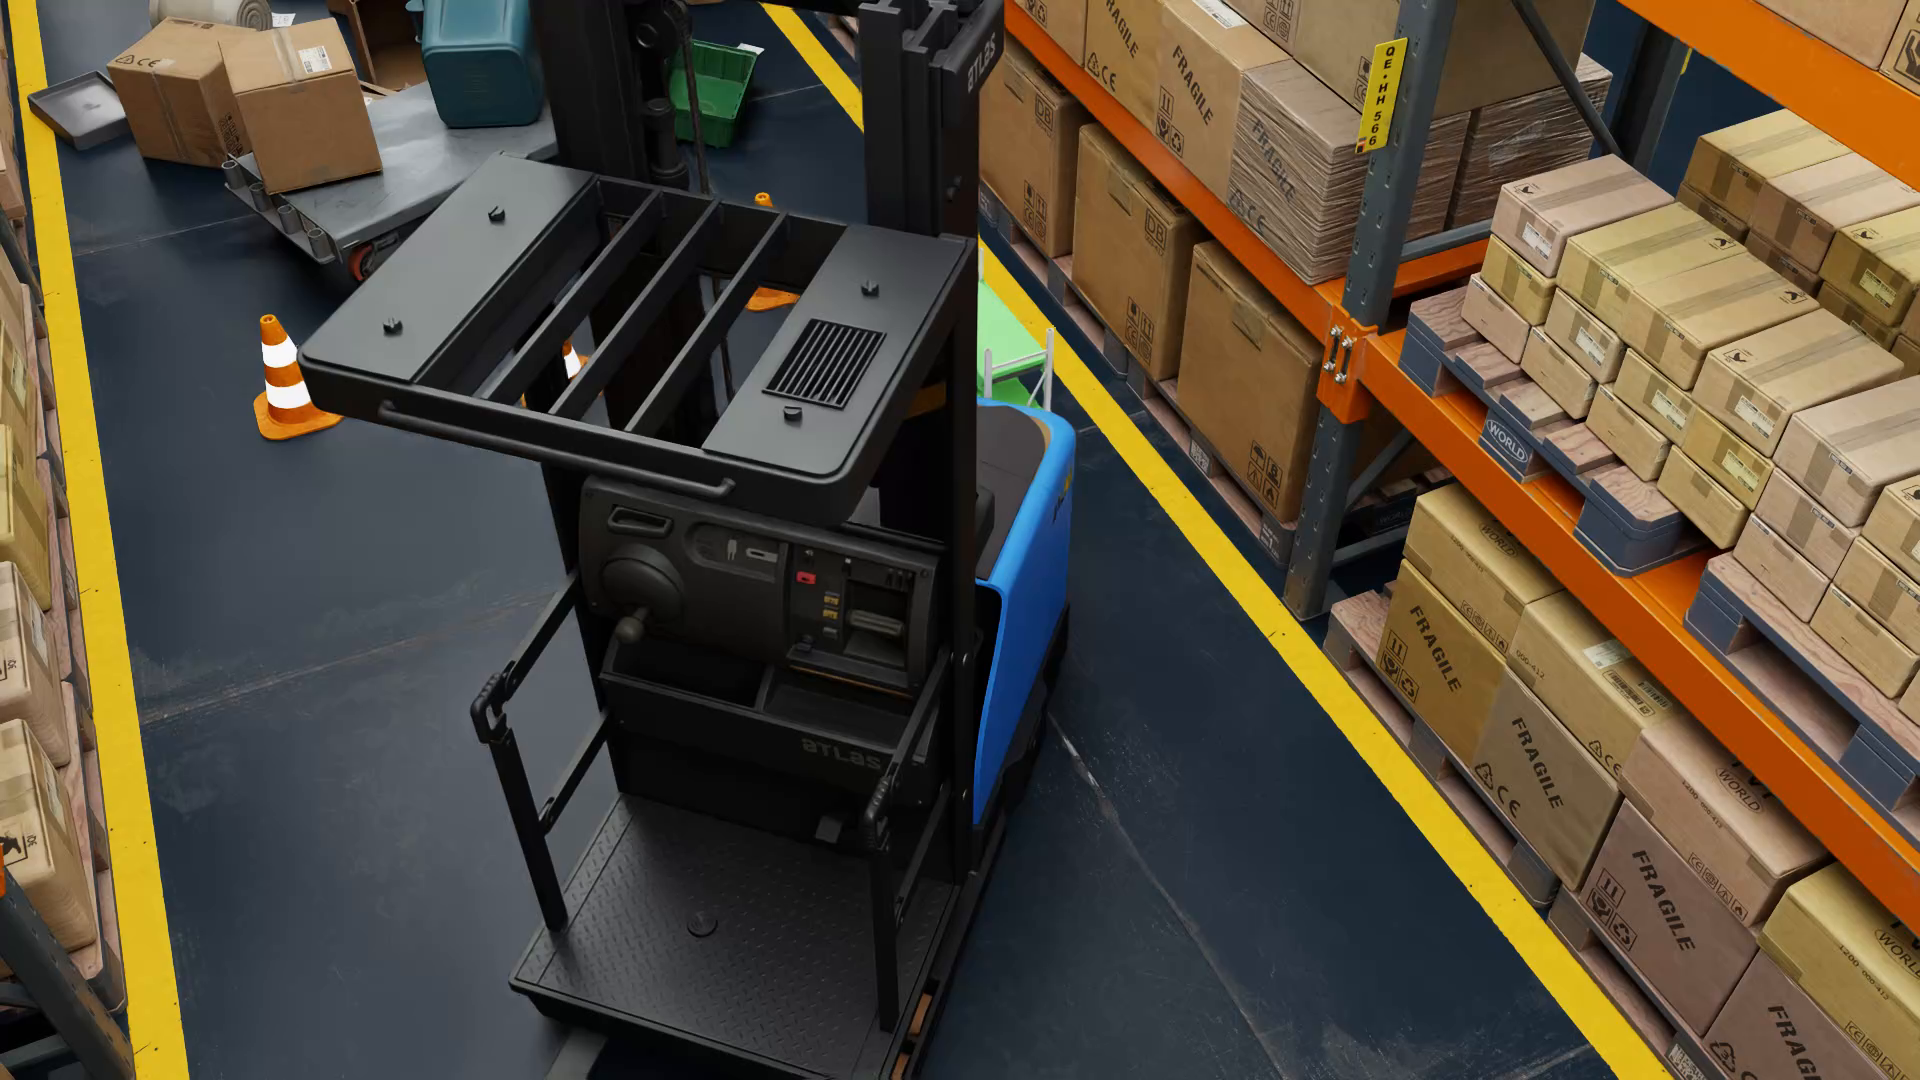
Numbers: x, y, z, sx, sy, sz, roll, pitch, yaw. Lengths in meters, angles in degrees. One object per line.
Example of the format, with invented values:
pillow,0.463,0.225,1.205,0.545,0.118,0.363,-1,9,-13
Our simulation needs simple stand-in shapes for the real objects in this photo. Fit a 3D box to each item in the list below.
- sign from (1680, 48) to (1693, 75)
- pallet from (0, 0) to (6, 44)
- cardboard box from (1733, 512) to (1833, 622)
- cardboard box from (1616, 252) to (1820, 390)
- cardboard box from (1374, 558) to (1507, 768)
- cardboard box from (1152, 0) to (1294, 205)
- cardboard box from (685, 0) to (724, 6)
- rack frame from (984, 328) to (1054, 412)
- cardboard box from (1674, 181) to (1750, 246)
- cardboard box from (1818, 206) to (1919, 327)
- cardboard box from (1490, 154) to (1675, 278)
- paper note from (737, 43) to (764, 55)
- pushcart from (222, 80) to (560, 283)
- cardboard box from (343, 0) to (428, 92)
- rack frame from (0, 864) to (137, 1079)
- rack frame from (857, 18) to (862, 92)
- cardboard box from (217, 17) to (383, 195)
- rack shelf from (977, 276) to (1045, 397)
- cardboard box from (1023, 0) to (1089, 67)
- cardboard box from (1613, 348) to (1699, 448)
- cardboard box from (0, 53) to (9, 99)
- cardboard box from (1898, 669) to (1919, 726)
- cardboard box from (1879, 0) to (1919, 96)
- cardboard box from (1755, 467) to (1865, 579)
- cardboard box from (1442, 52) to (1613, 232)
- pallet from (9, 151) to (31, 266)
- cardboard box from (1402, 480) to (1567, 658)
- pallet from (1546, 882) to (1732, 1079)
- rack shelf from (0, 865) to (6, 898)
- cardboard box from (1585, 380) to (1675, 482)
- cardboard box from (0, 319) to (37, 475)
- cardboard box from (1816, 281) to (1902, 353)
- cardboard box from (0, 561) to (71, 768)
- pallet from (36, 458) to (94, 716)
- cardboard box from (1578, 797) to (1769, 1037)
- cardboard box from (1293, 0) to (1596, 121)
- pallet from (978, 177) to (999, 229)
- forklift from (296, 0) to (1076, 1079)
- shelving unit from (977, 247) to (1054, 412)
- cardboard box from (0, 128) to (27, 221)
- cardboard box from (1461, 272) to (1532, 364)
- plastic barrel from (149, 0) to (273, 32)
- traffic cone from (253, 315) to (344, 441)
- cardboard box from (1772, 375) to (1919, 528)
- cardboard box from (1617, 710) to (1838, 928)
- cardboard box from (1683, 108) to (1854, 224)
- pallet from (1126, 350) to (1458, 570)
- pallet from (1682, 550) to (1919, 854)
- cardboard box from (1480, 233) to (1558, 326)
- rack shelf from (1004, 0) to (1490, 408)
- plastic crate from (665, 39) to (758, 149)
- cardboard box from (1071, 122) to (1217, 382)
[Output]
sign,2.132,-1.505,4.871,0.100,0.325,0.005,-18,47,-17
pallet,-5.828,-2.957,9.097,1.003,0.211,1.213,-18,47,-17
cardboard box,2.104,0.013,3.981,0.380,0.149,0.250,-17,47,-16
cardboard box,1.876,-0.547,4.125,0.380,0.149,0.250,-18,47,-18
cardboard box,1.709,0.312,5.279,0.500,0.500,0.500,-20,48,-19
cardboard box,1.002,-1.516,5.580,0.500,0.500,0.500,-18,47,-17
cardboard box,-1.622,-3.301,9.238,0.500,0.500,0.500,-11,46,-11
rack frame,0.185,-0.197,5.595,0.240,1.200,0.015,-19,48,-18
cardboard box,2.264,-0.940,4.735,0.380,0.149,0.250,-17,47,-17
cardboard box,2.479,-0.722,4.302,0.380,0.149,0.250,-17,47,-16
cardboard box,1.664,-0.872,4.454,0.380,0.149,0.250,-18,47,-17
paper note,-1.143,-2.608,8.871,0.142,0.020,0.147,18,47,18
pushcart,-2.440,-1.749,7.754,1.648,0.377,0.936,-35,54,-30
cardboard box,-2.733,-2.721,8.553,0.797,0.637,0.503,-18,47,-17
rack frame,-2.805,0.572,3.535,1.000,3.000,0.127,-18,47,-17
rack frame,-0.039,-3.504,7.665,1.000,3.000,0.127,-18,47,-17
cardboard box,-2.885,-1.902,7.282,0.500,0.500,0.500,-18,47,-17
rack shelf,0.076,-0.647,5.459,0.258,0.148,0.480,-19,48,-18
cardboard box,0.572,-2.160,6.232,0.500,0.500,0.500,-17,47,-17
cardboard box,1.895,-0.412,4.200,0.380,0.149,0.250,-19,48,-19
cardboard box,-4.951,-2.278,8.082,0.500,0.250,0.500,-19,48,-18
cardboard box,2.316,0.341,3.649,0.380,0.149,0.250,-19,48,-19
cardboard box,2.074,-0.982,2.902,0.500,0.500,0.500,-18,47,-17
cardboard box,2.106,-0.092,3.876,0.380,0.149,0.250,-18,47,-17
cardboard box,1.699,-1.356,5.417,0.500,0.500,0.500,-18,47,-17
pallet,-4.802,-1.402,7.521,1.003,0.211,1.213,-18,47,-17
cardboard box,1.714,0.030,5.031,0.500,0.250,0.500,-20,48,-19
pallet,2.480,1.313,4.769,1.003,0.211,1.213,-18,47,-17
rack shelf,-1.964,2.102,2.496,1.077,0.370,4.000,-18,47,-17
cardboard box,1.875,-0.327,4.326,0.380,0.149,0.250,-16,47,-15
cardboard box,-3.959,-0.401,6.092,0.950,0.372,0.625,-15,47,-15
cardboard box,2.491,-0.604,4.394,0.380,0.149,0.250,-17,47,-16
cardboard box,-3.351,0.527,5.152,0.950,0.372,0.625,-19,48,-18
pallet,-3.642,0.290,5.806,1.003,0.211,1.213,-18,47,-17
cardboard box,2.144,0.957,4.625,0.500,0.500,0.500,-19,48,-18
cardboard box,1.464,-1.635,4.988,0.700,0.500,0.500,-18,47,-18
pallet,0.354,-2.041,8.169,1.003,0.211,1.213,-18,47,-17
forklift,-0.574,0.216,3.944,1.130,2.935,3.031,13,46,13
shelving unit,0.076,-0.350,5.751,0.258,1.200,0.503,-19,48,-18
cardboard box,-4.490,-1.604,7.398,0.500,0.250,0.500,-20,48,-19
cardboard box,1.648,-0.670,4.673,0.380,0.149,0.250,-19,48,-18
plastic barrel,-3.927,-2.740,8.726,0.512,0.421,0.421,11,46,11
traffic cone,-2.696,-0.698,6.627,0.336,0.463,0.334,-18,47,-17
cardboard box,2.103,-0.206,3.779,0.380,0.149,0.250,-16,47,-16
cardboard box,2.123,0.672,4.380,0.500,0.250,0.500,-18,47,-17
cardboard box,2.265,-1.049,4.634,0.380,0.149,0.250,-20,48,-19
pallet,1.380,-0.487,6.593,1.003,0.211,1.213,-18,47,-17
pallet,2.513,0.363,3.883,1.003,0.211,1.213,-18,47,-17
cardboard box,1.664,-0.753,4.546,0.380,0.149,0.250,-16,47,-16
rack shelf,0.802,-1.973,6.626,1.077,0.370,4.000,-18,47,-17
plastic crate,-1.300,-2.247,8.353,0.450,0.188,0.662,11,45,-3
cardboard box,1.098,-1.274,6.708,1.050,0.750,0.750,-17,47,-17
